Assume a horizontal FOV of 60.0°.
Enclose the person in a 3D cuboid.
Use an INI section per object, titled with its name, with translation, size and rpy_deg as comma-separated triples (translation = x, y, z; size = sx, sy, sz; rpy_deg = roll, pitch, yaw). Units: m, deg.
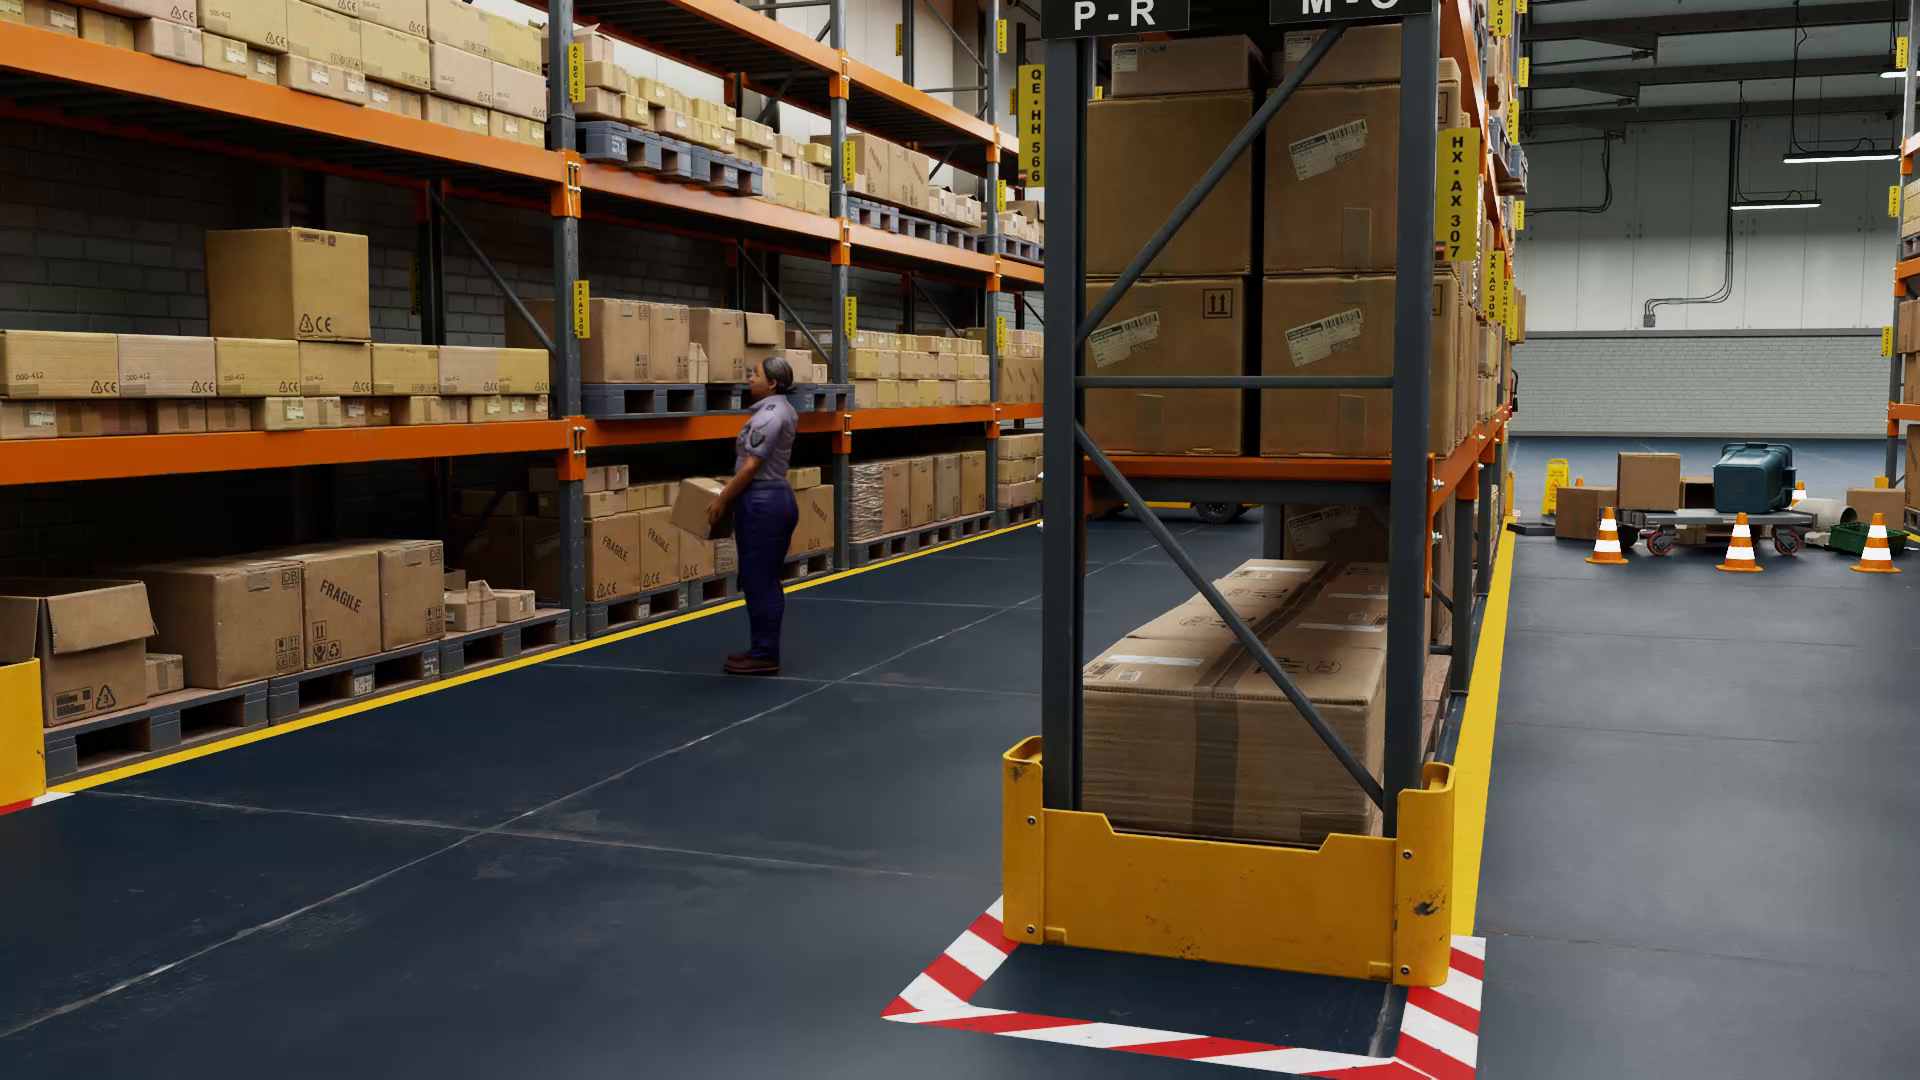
[person]
translation = -1.069, -0.131, 8.705
size = 0.460, 1.652, 0.536
rpy_deg = 1, 5, 7
